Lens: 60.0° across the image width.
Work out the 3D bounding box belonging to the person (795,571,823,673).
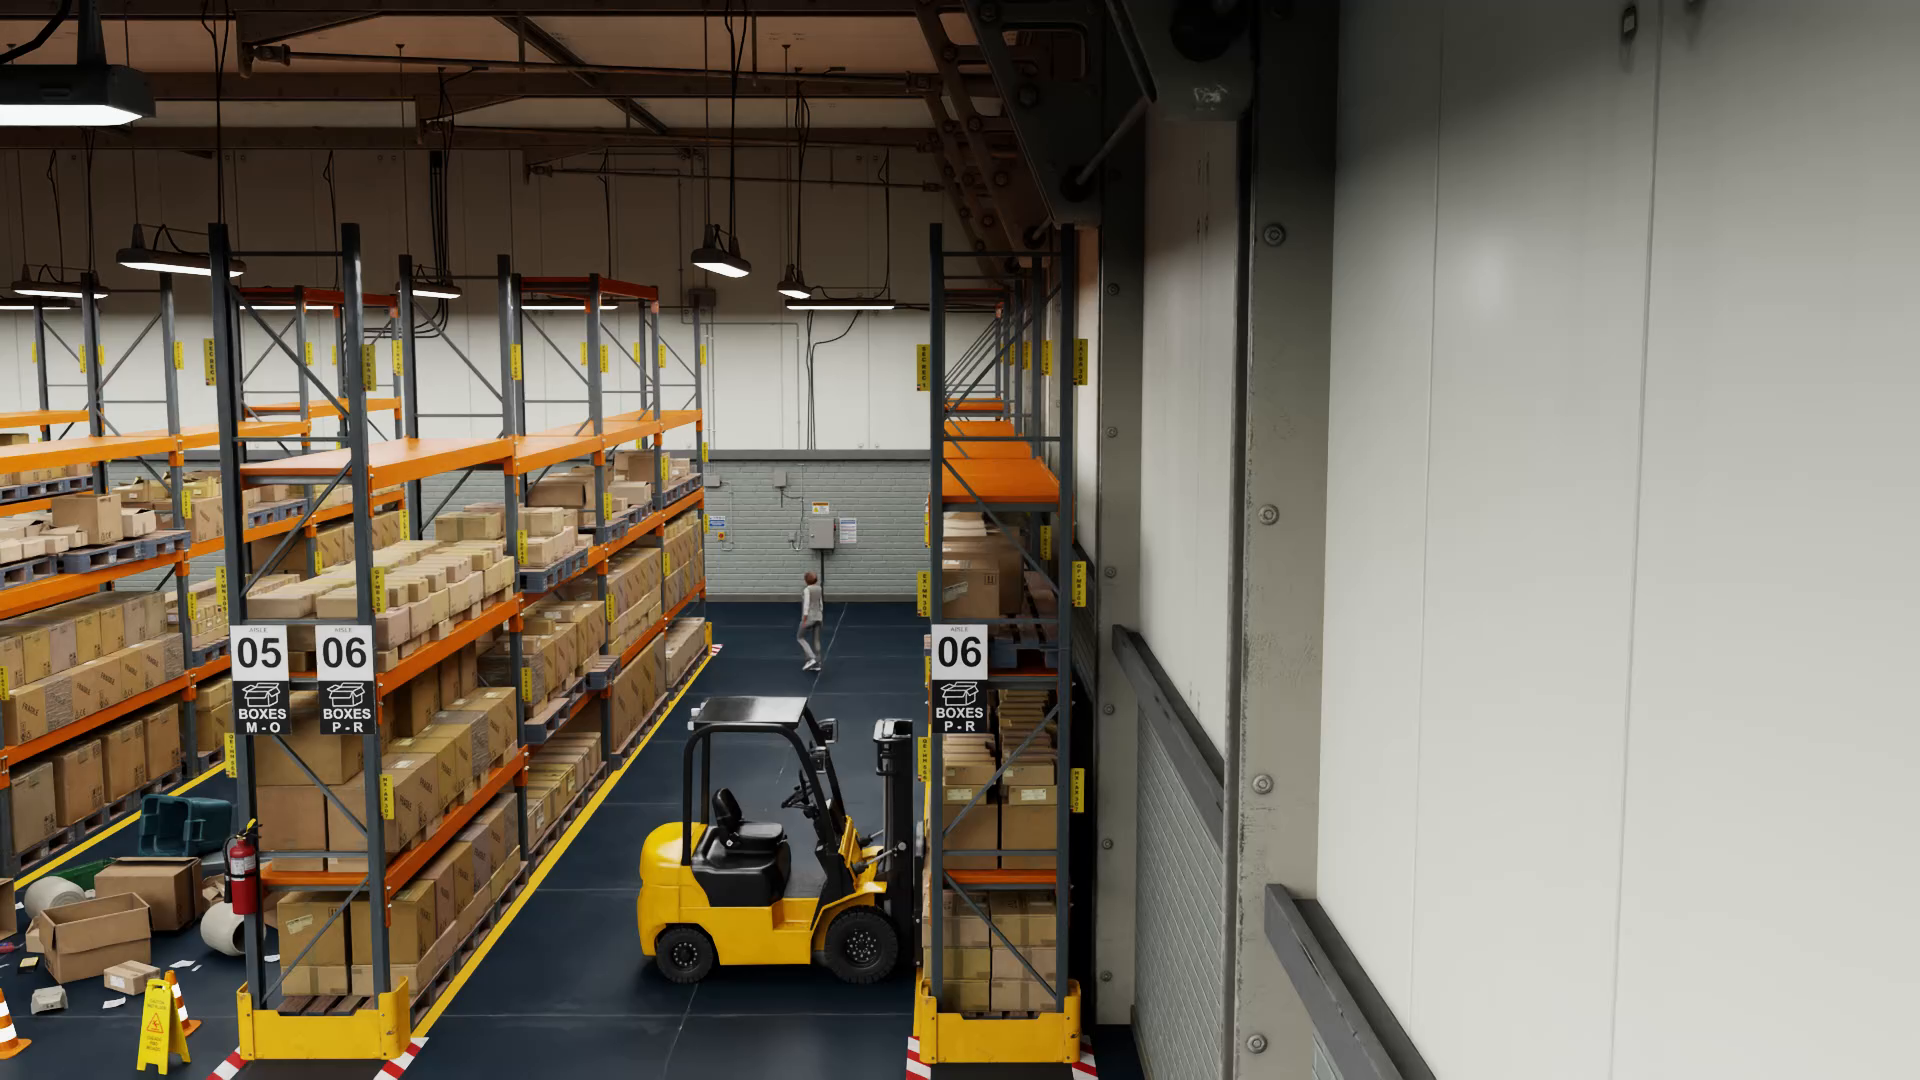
[{"bbox_3d":[-2.405,1.298,26.485,0.431,1.602,0.443,0,7,0],"label":"person"}]
